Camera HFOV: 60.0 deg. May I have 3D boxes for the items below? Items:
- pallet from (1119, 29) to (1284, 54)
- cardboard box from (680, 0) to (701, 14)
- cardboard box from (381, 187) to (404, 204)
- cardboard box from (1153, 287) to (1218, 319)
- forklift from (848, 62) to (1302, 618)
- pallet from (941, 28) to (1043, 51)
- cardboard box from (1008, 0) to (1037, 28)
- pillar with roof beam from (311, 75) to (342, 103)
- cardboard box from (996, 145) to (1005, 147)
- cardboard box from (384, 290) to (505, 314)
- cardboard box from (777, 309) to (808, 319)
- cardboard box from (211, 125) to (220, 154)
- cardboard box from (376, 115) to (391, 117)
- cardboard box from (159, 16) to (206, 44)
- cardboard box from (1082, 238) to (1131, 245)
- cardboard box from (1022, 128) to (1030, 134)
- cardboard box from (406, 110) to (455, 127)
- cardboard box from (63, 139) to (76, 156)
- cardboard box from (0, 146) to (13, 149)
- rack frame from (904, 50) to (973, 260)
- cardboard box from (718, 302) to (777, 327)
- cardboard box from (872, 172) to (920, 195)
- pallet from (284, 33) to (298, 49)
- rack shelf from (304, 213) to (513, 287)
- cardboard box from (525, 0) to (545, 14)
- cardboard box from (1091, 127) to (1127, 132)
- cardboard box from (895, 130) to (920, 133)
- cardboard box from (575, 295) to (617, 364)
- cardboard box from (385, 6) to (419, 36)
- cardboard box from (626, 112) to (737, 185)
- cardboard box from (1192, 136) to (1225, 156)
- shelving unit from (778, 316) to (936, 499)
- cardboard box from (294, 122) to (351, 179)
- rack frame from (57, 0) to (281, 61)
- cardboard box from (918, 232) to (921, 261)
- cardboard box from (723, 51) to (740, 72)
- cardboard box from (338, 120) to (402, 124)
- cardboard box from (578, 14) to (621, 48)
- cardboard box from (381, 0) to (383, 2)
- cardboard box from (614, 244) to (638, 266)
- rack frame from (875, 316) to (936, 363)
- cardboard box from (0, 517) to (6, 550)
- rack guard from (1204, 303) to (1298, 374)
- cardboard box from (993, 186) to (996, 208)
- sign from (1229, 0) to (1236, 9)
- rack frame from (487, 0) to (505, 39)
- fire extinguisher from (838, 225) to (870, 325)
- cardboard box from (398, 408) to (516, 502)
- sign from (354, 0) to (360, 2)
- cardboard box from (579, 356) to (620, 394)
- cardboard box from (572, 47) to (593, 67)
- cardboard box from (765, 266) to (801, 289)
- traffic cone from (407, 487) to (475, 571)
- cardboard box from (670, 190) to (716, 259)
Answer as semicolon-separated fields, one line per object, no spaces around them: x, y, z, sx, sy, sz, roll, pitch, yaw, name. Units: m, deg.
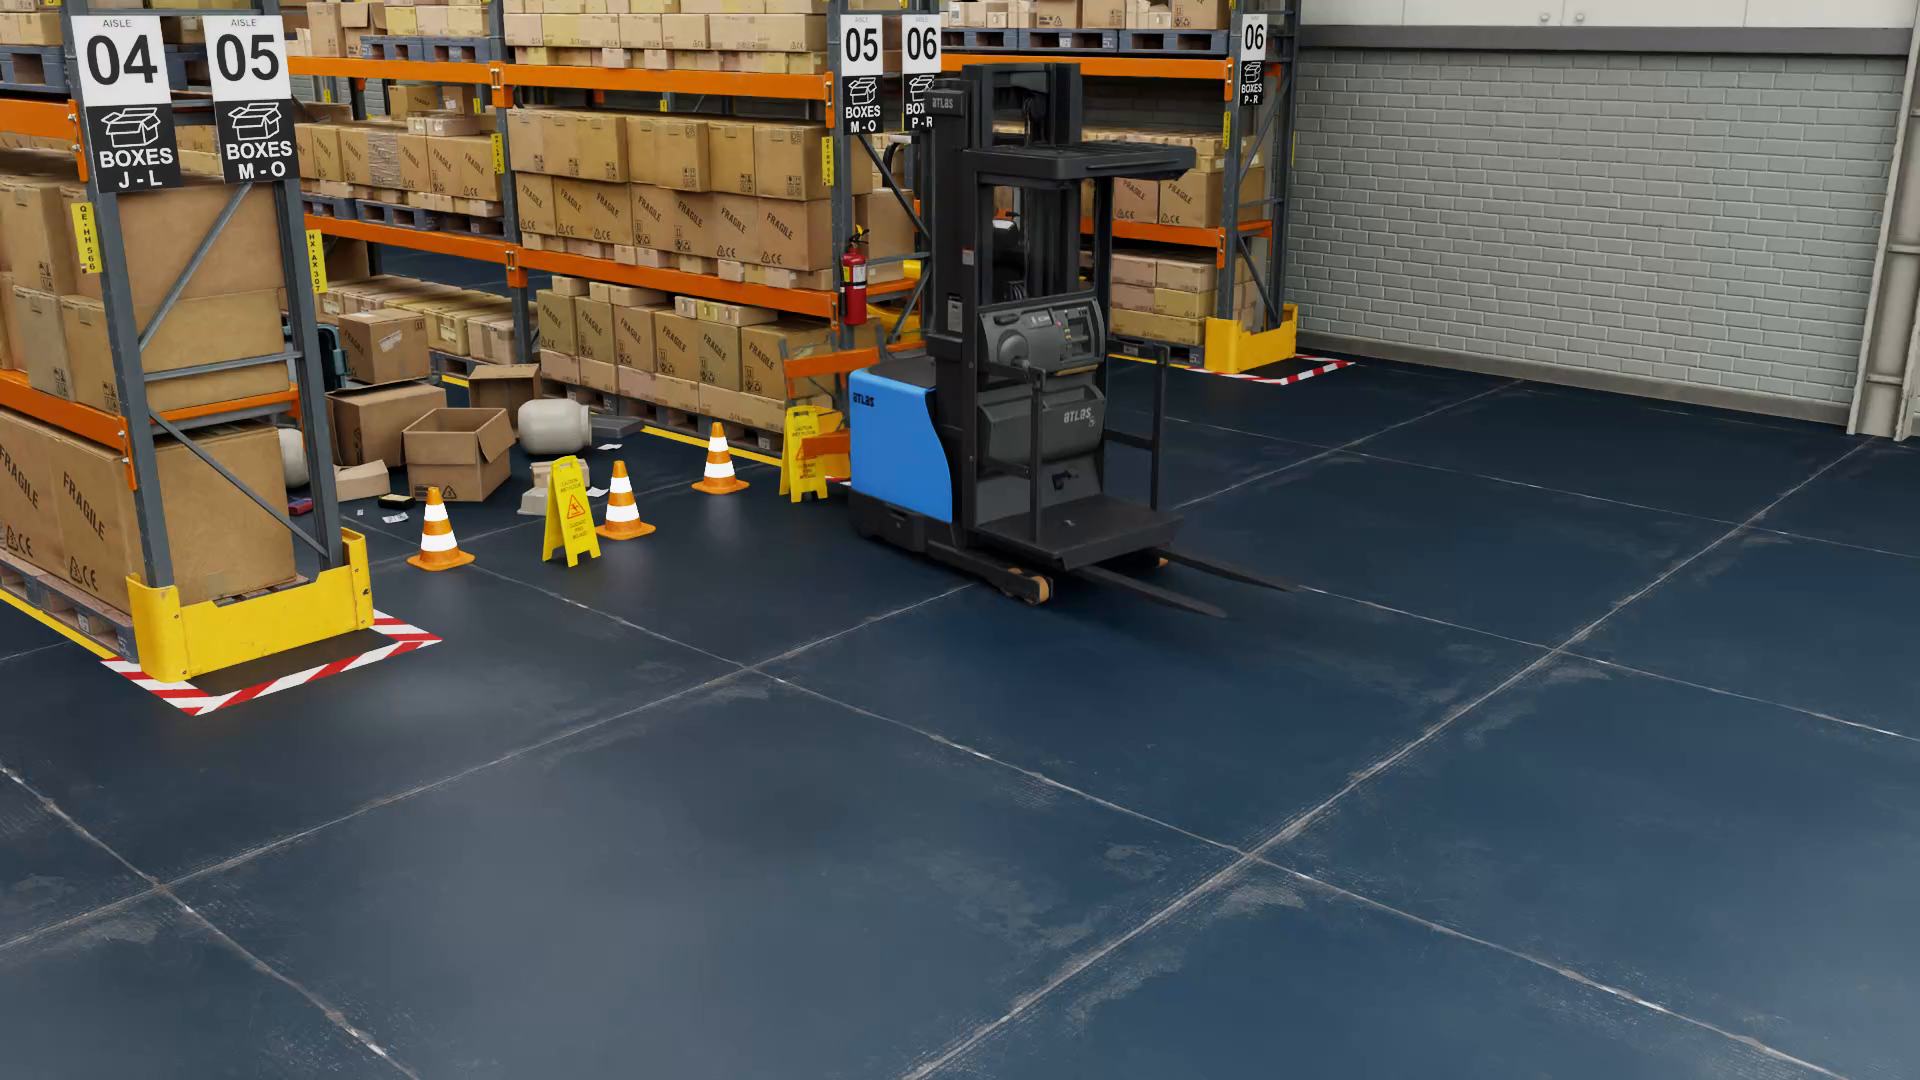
2.259;-4.674;15.567;1.213;0.211;1.003;15;23;39;pallet
-1.853;-3.985;12.348;0.250;0.149;0.380;14;22;38;cardboard box
-5.208;-3.258;15.641;0.250;0.149;0.380;16;24;41;cardboard box
2.199;-2.293;15.903;0.500;0.250;0.500;15;23;39;cardboard box
0.625;-1.198;9.543;1.130;2.935;3.031;-15;23;-38;forklift
0.434;-5.164;17.111;1.213;0.211;1.003;15;23;39;pallet
0.687;-5.188;16.405;0.258;0.266;0.396;14;23;38;cardboard box
-13.472;-8.982;24.036;0.400;9.000;9.100;15;23;39;pillar with roof beam
0.581;-3.958;16.886;0.250;0.149;0.380;15;23;39;cardboard box
-4.968;-2.153;16.086;0.625;0.372;0.950;16;24;41;cardboard box
-1.353;-1.595;13.289;0.500;0.500;0.500;14;22;37;cardboard box
-7.454;-4.291;17.355;0.500;0.500;0.500;16;23;40;cardboard box
-8.676;-6.389;25.540;0.500;0.250;0.500;16;24;41;cardboard box
-3.775;-2.573;8.359;0.250;0.149;0.380;15;23;40;cardboard box
1.415;-2.951;17.148;0.500;0.250;0.500;14;23;38;cardboard box
0.837;-4.068;16.742;0.250;0.149;0.380;15;23;39;cardboard box
-5.094;-4.055;16.006;0.250;0.149;0.380;14;22;37;cardboard box
-10.402;-4.609;20.010;0.500;0.500;0.500;14;23;38;cardboard box
-6.470;-2.182;10.494;0.550;0.550;0.875;15;23;39;cardboard box
-0.221;-3.941;18.072;0.127;3.000;1.000;15;23;39;rack frame
-1.613;-1.731;12.647;0.250;0.149;0.380;16;24;41;cardboard box
-0.772;-3.912;18.227;0.500;0.250;0.500;16;23;40;cardboard box
-7.022;-5.078;17.006;1.003;0.211;1.213;16;24;42;pallet
-5.009;-2.876;15.905;4.000;0.370;1.077;15;23;39;rack shelf
-3.280;-4.325;13.419;0.250;0.149;0.380;16;24;41;cardboard box
1.523;-4.070;16.747;0.250;0.149;0.380;15;23;40;cardboard box
-0.507;-4.483;18.541;0.250;0.149;0.380;14;22;37;cardboard box
-2.843;-1.780;13.874;0.500;0.500;0.500;16;24;41;cardboard box
-4.802;-4.666;14.950;0.500;0.250;0.500;15;23;40;cardboard box
-2.152;-3.048;12.946;0.500;0.500;0.700;15;23;39;cardboard box
2.363;-3.661;15.460;0.250;0.149;0.380;15;23;39;cardboard box
-0.623;-0.869;11.229;0.538;1.125;1.048;-16;11;-42;shelving unit
-6.322;-3.868;16.489;0.500;0.500;0.500;14;22;38;cardboard box
-3.731;-3.734;7.500;0.127;3.000;1.000;15;23;39;rack frame
-0.619;-3.112;18.690;0.625;0.625;0.875;16;24;42;cardboard box
-1.503;-3.502;12.145;0.250;0.149;0.380;15;23;40;cardboard box
-5.980;-3.982;16.849;0.500;0.500;0.500;14;22;38;cardboard box
-2.608;-3.962;12.936;0.500;0.250;0.500;15;23;40;cardboard box
-7.890;-7.639;23.694;0.500;0.250;0.500;16;24;41;cardboard box
-2.540;-2.303;13.325;0.250;0.149;0.380;15;23;40;cardboard box
-0.274;-0.869;10.859;0.500;1.125;0.032;-16;11;-42;rack frame
-5.622;-0.543;10.181;0.875;0.875;0.875;15;23;40;cardboard box
2.789;-1.942;15.905;0.348;0.500;1.175;15;23;39;rack guard
0.338;-3.740;17.273;0.500;0.500;0.500;16;23;40;cardboard box
2.400;-4.832;14.588;0.005;0.325;0.100;15;23;39;sign
-3.513;-5.677;13.624;0.127;3.000;1.000;15;23;39;rack frame
-0.742;-1.850;11.611;0.183;0.674;0.296;15;23;39;fire extinguisher
-3.515;-0.605;11.685;0.637;0.503;0.797;0;18;2;cardboard box
-6.143;-5.419;16.916;0.005;0.325;0.100;15;23;39;sign
-2.844;-1.423;13.988;0.500;0.250;0.500;17;24;42;cardboard box
-2.864;-3.860;13.273;0.250;0.149;0.380;16;24;41;cardboard box
-1.206;-1.947;12.204;0.250;0.149;0.380;15;23;39;cardboard box
-3.186;-0.093;10.140;0.334;0.463;0.336;15;23;39;traffic cone
-1.853;-2.453;12.727;0.500;0.500;0.500;15;23;39;cardboard box
